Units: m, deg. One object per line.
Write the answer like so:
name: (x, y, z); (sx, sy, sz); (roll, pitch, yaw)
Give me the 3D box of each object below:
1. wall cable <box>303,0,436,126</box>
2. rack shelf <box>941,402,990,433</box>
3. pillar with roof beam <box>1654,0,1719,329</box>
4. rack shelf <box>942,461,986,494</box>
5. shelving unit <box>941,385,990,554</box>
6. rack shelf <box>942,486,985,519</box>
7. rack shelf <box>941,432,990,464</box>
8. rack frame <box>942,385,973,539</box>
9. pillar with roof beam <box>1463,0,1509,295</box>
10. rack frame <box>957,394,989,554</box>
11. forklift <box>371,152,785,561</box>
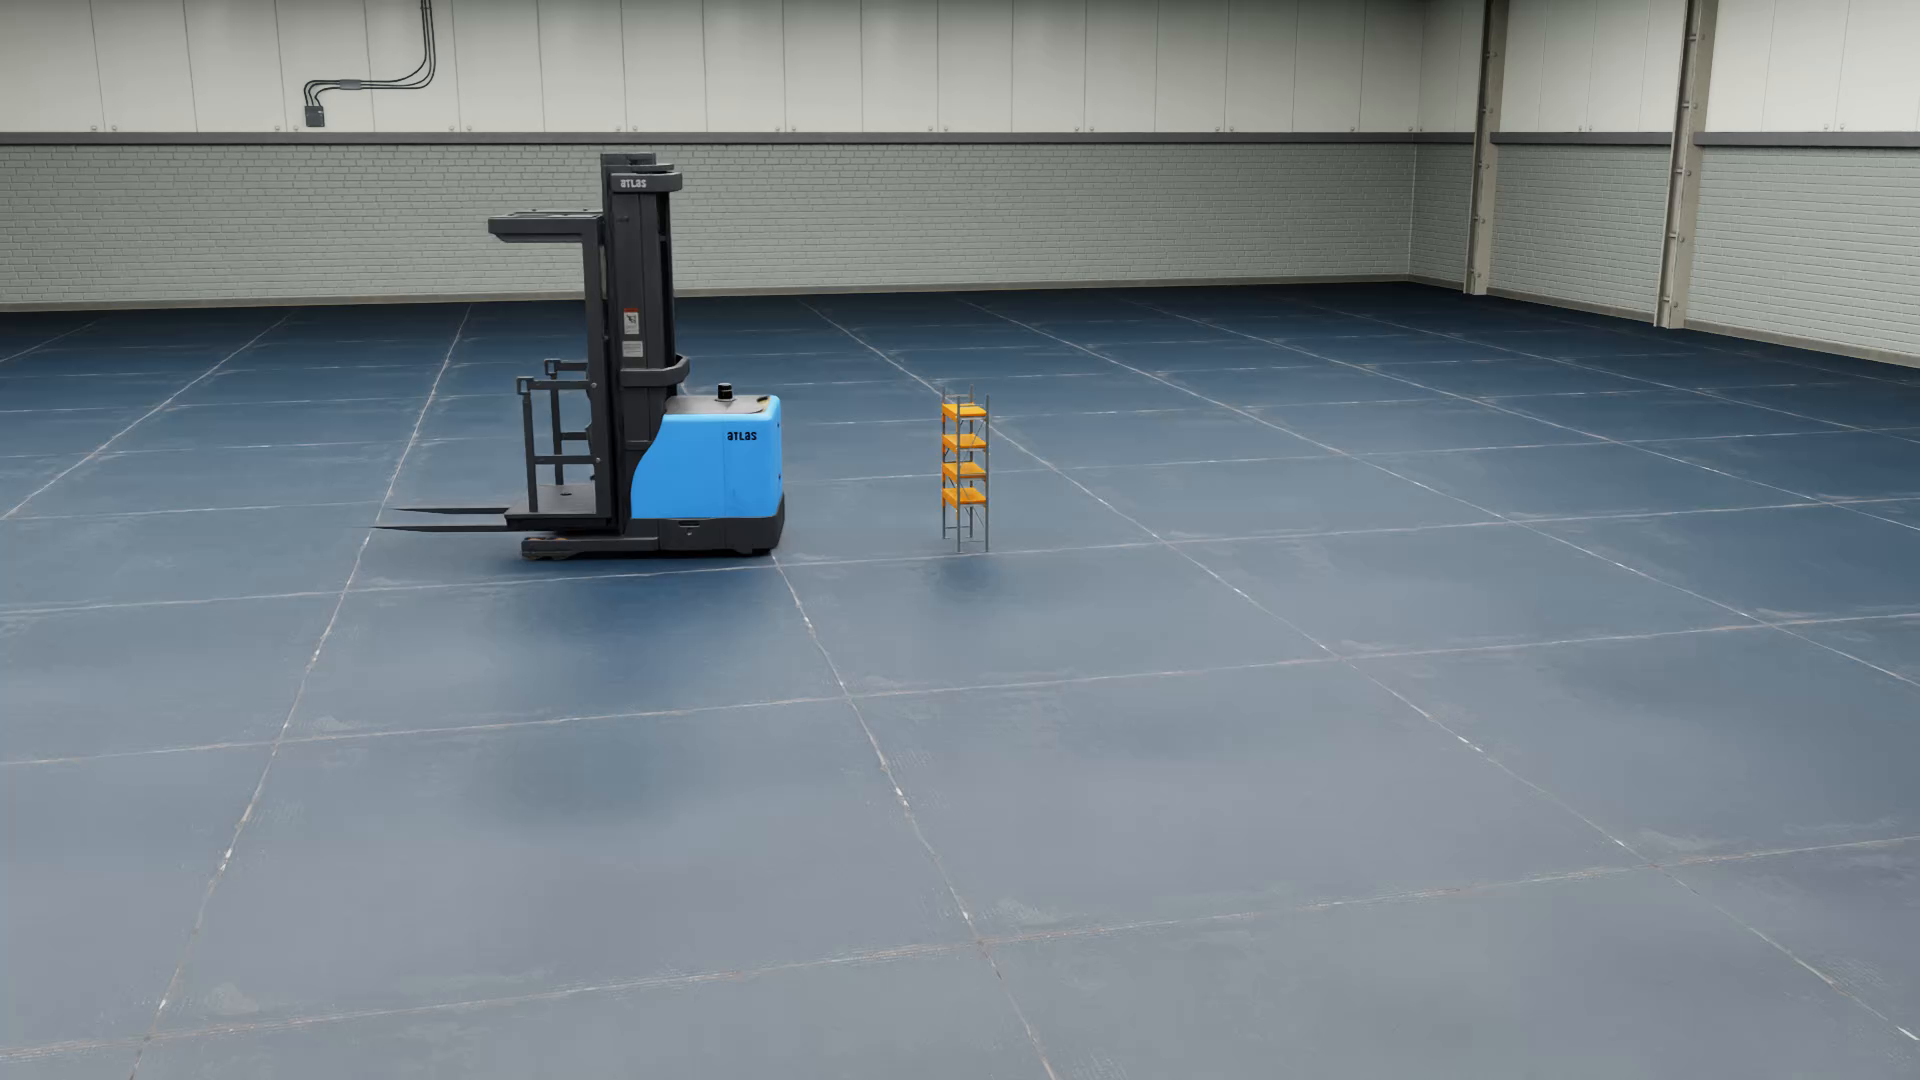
wall cable: (-10.616, -10.411, 29.413); (2.305, 6.003, 0.169); (-3, 14, -13)
rack shelf: (0.039, -0.926, 12.535); (0.258, 0.148, 0.480); (-3, 14, -13)
pillar with roof beam: (7.403, -7.611, 25.121); (9.100, 9.000, 0.400); (-3, 14, -13)
rack shelf: (0.039, -0.479, 12.644); (0.258, 0.148, 0.480); (-3, 14, -13)
shelving unit: (0.039, -0.545, 12.628); (0.258, 1.200, 0.503); (-3, 14, -13)
rack shelf: (0.039, -0.286, 12.691); (0.258, 0.148, 0.480); (-3, 14, -13)
rack shelf: (0.039, -0.697, 12.591); (0.258, 0.148, 0.480); (-3, 14, -13)
rack frame: (-0.018, -0.601, 12.859); (0.240, 1.200, 0.015); (-3, 14, -13)
pillar with roof beam: (5.994, -8.996, 30.786); (9.100, 9.000, 0.400); (-3, 14, -13)
rack frame: (0.096, -0.488, 12.398); (0.240, 1.200, 0.015); (-3, 14, -13)
forklift: (-2.895, -1.400, 12.482); (3.031, 2.935, 1.130); (-1, 14, -2)
